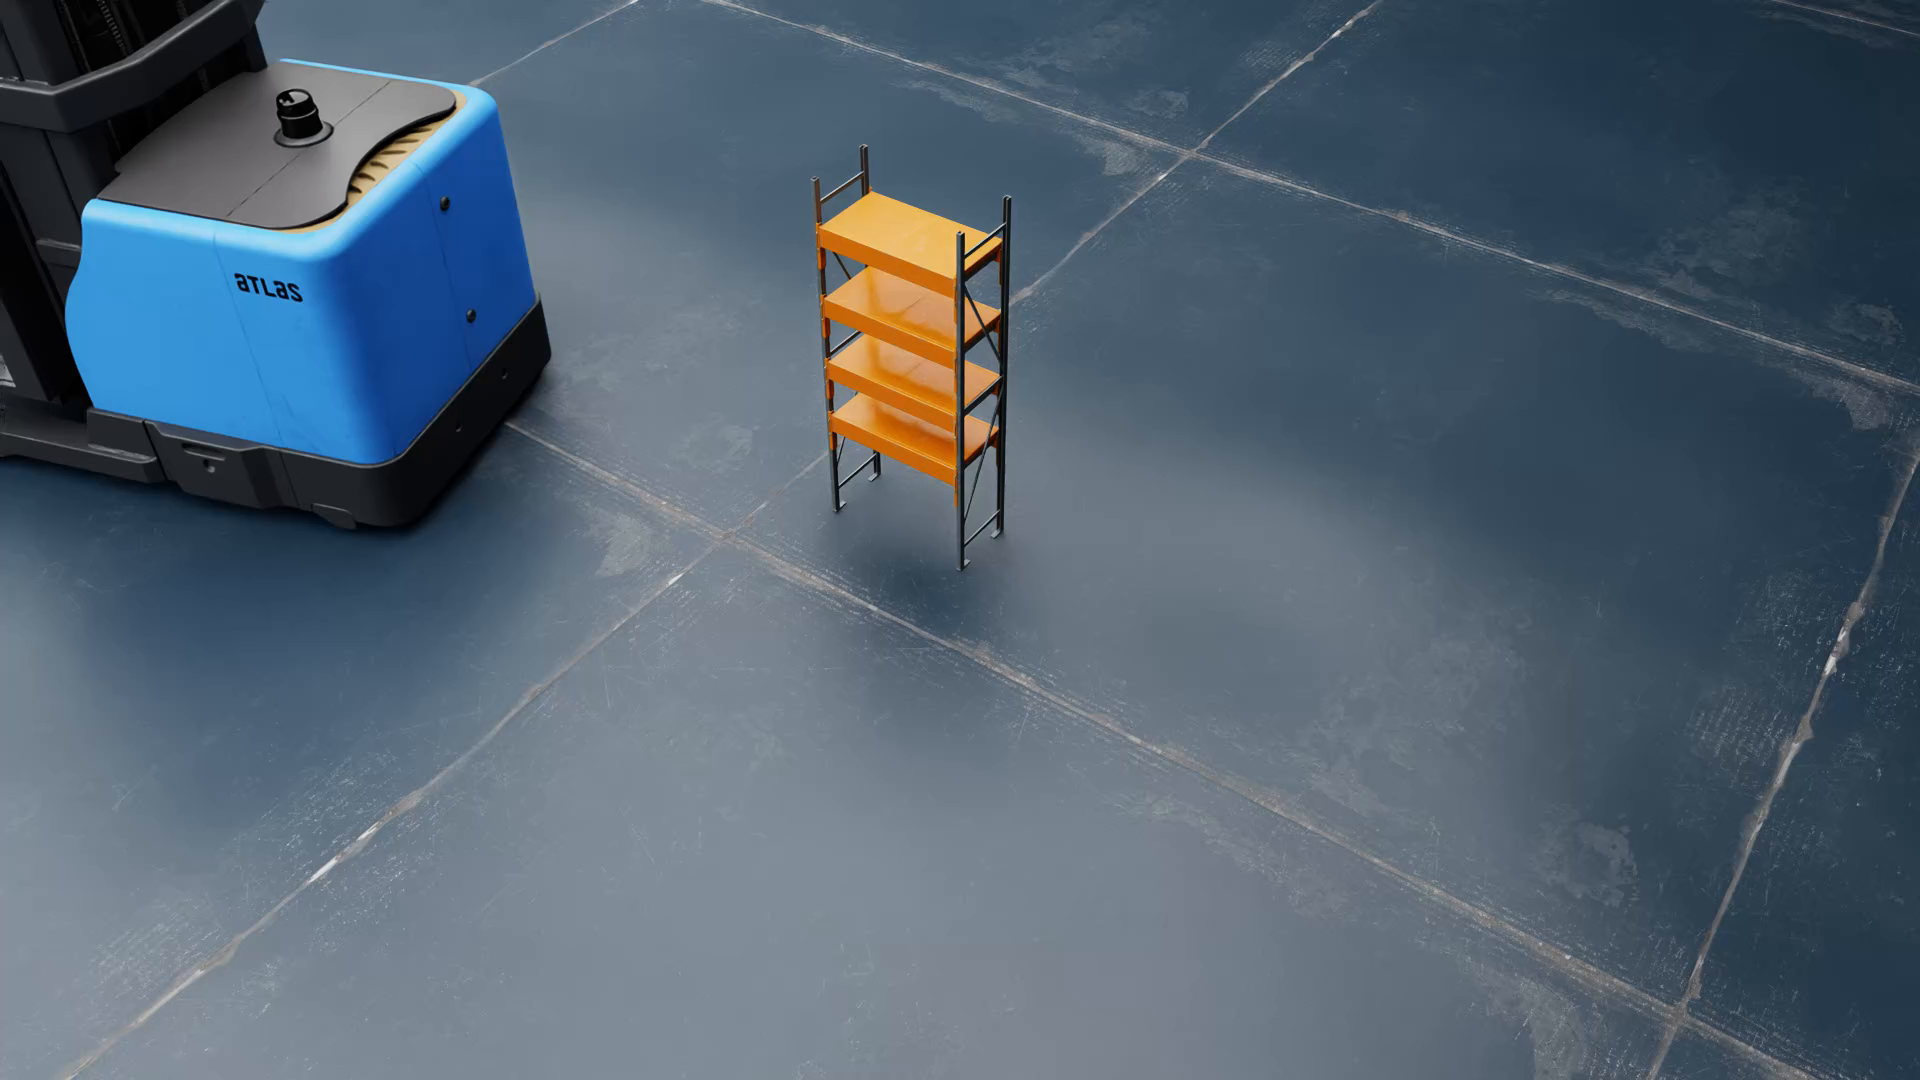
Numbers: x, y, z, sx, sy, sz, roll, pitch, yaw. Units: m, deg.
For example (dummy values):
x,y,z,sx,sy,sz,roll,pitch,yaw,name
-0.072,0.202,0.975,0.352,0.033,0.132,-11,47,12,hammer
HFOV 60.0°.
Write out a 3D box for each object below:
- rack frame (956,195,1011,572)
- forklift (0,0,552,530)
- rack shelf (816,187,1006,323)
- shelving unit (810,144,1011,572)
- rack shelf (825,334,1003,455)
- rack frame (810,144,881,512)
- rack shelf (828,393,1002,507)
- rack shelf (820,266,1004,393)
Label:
x,y,z,sx,sy,sz,roll,pitch,yaw,name
0.064,-0.417,4.816,0.015,1.200,0.240,25,48,25,rack frame
-3.016,-1.692,4.942,3.031,2.935,1.130,12,43,13,forklift
-0.136,-0.803,4.659,0.480,0.148,0.258,25,48,25,rack shelf
-0.136,-0.511,4.921,0.503,1.200,0.258,25,48,25,shelving unit
-0.136,-0.460,4.966,0.480,0.148,0.258,25,48,25,rack shelf
-0.335,-0.604,5.025,0.015,1.200,0.240,25,48,25,rack frame
-0.136,-0.312,5.098,0.480,0.148,0.258,25,48,25,rack shelf
-0.136,-0.627,4.816,0.480,0.148,0.258,25,48,25,rack shelf
